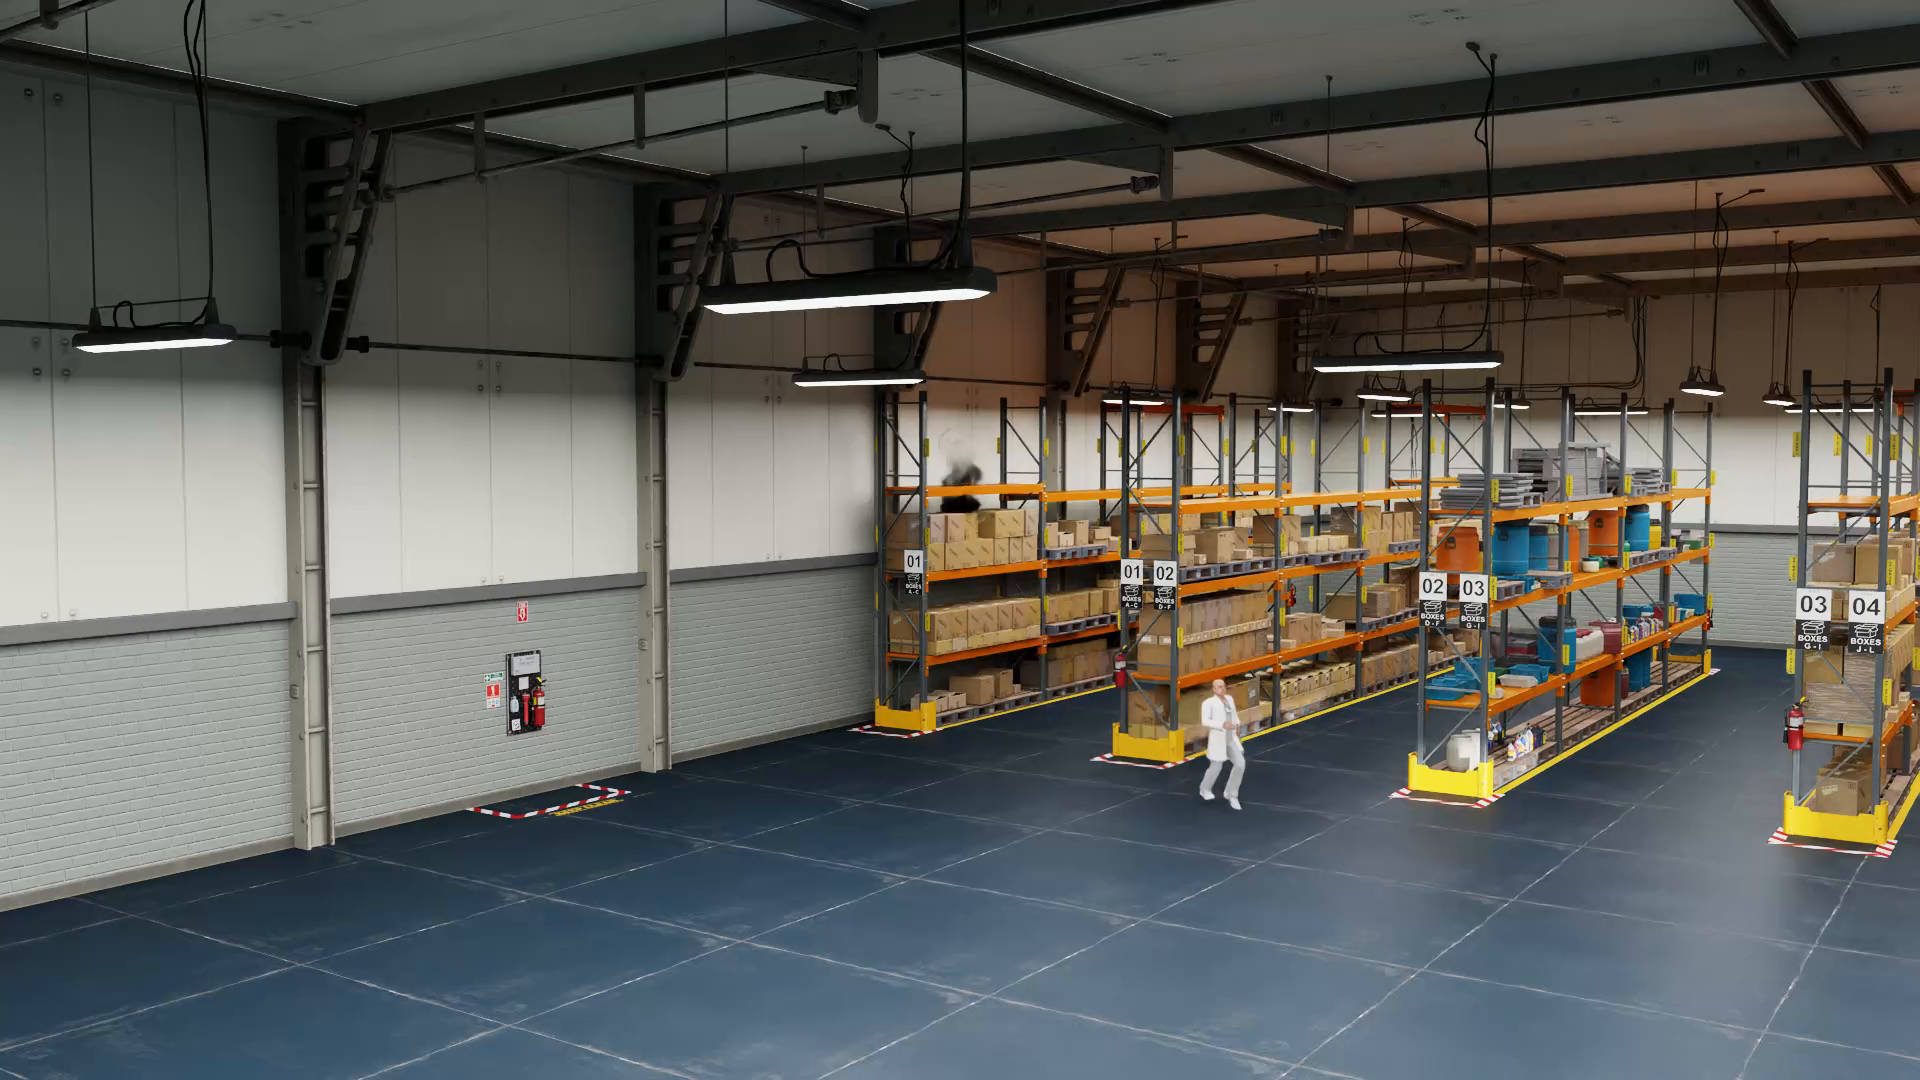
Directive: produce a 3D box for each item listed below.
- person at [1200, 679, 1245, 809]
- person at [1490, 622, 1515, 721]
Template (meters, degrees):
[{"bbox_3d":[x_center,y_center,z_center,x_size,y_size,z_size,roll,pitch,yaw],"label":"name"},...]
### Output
[{"bbox_3d":[3.670,2.849,23.280,0.723,1.820,0.827,-1,3,-25],"label":"person"},{"bbox_3d":[10.036,2.419,30.784,0.626,1.833,0.980,2,4,30],"label":"person"}]
